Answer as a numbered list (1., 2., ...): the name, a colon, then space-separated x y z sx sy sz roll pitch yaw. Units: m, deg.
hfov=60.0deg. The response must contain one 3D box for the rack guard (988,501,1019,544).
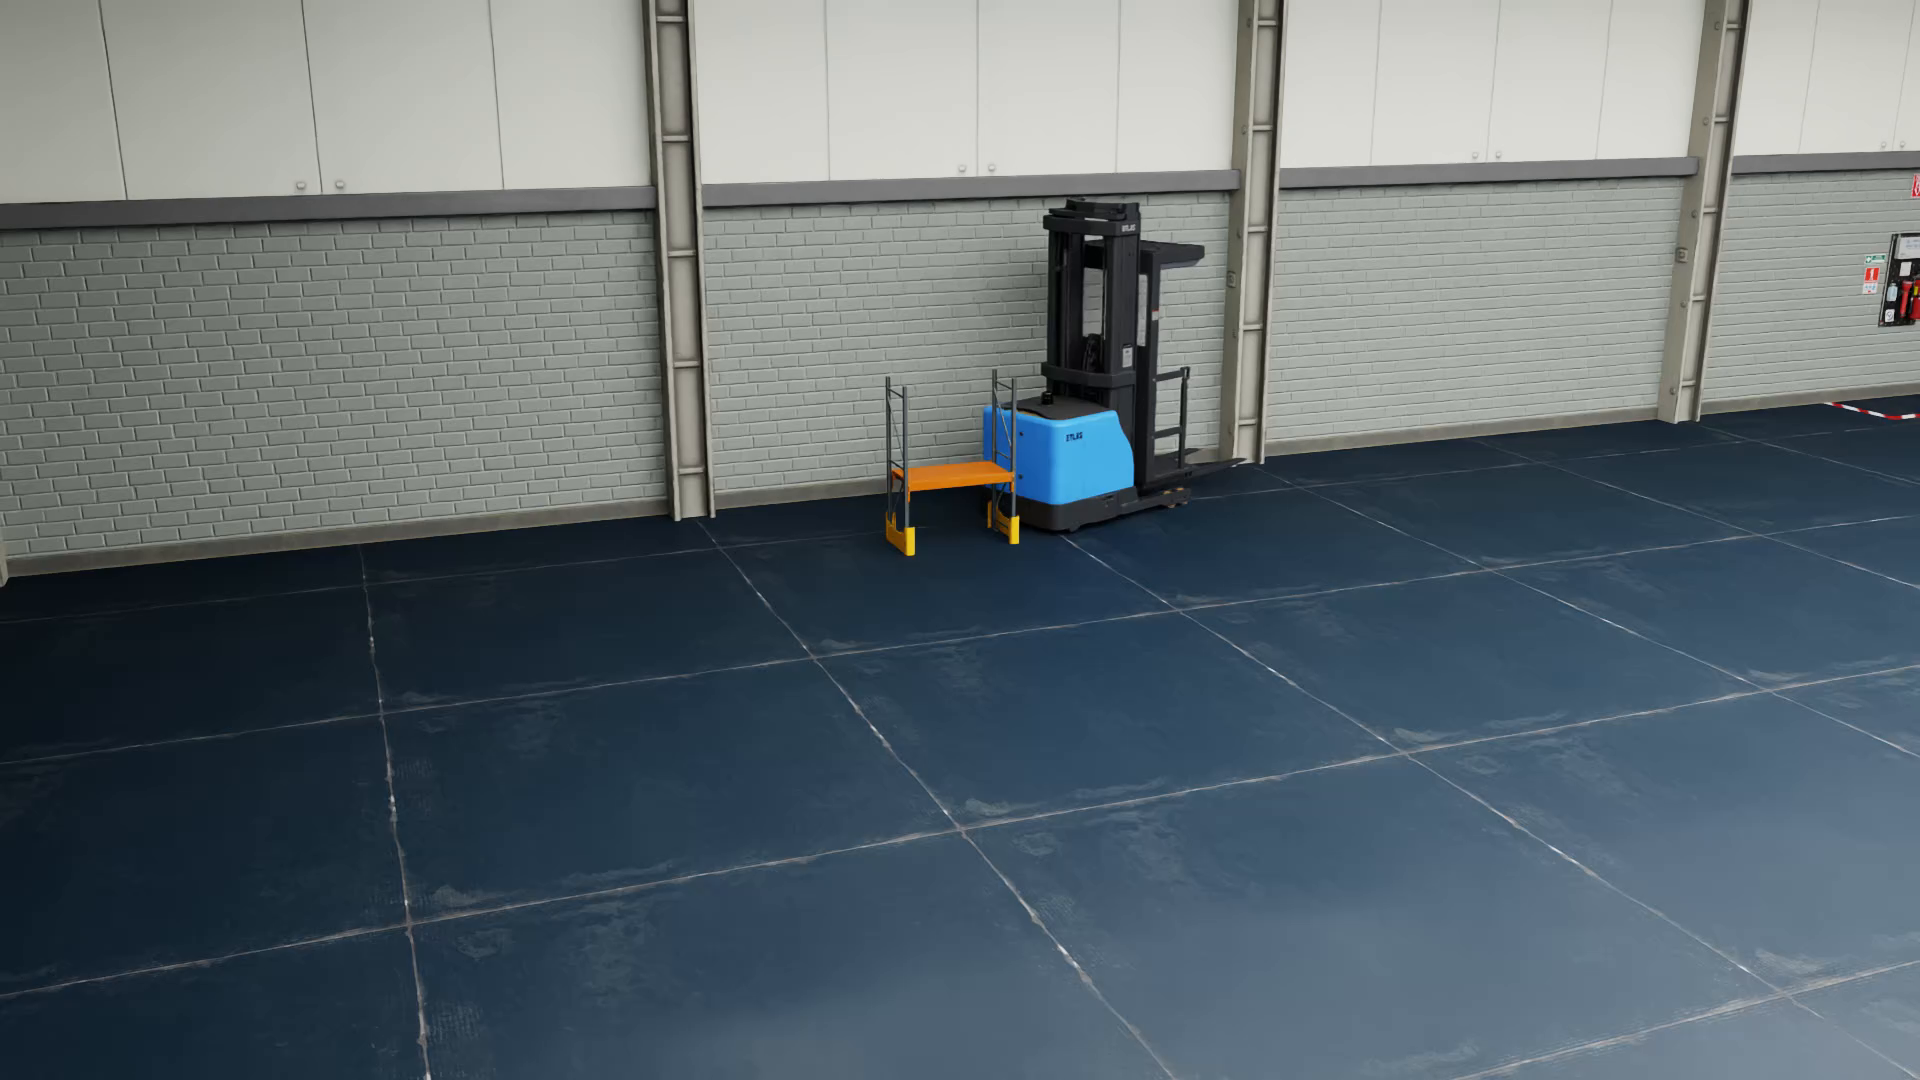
1. rack guard: 0.394 -0.162 15.208 0.087 0.250 0.587 -6 17 -20

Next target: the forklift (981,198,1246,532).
1. forklift: 1.625 -1.809 16.057 3.031 2.935 1.130 -15 22 -41

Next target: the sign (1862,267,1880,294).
1. sign: 11.369 -3.241 20.749 0.234 0.329 0.001 -6 17 -20

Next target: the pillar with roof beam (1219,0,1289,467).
1. pillar with roof beam: 4.578 -4.028 12.844 0.400 9.000 9.100 -6 17 -20

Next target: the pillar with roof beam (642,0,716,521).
1. pillar with roof beam: -1.024 -3.423 10.784 0.400 9.000 9.100 -6 17 -20

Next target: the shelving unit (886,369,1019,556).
1. shelving unit: -0.071 -0.712 14.861 1.083 1.500 0.587 -6 17 -20

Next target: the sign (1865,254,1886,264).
1. sign: 11.376 -3.494 20.668 0.331 0.109 0.001 -6 17 -20

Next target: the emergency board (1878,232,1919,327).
1. emergency board: 11.922 -3.253 20.852 0.643 1.169 0.194 -6 17 -20

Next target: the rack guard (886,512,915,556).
1. rack guard: -0.536 -0.062 14.866 0.087 0.250 0.587 -6 17 -20

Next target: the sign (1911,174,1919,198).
1. sign: 11.879 -4.391 20.612 0.199 0.298 0.001 -6 17 -20

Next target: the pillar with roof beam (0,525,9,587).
1. pillar with roof beam: -6.627 -2.818 8.724 0.400 9.000 9.100 -6 17 -20

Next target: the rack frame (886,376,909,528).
1. rack frame: -0.554 -0.660 14.683 0.032 1.500 0.500 -6 17 -20

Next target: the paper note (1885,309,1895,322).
1. paper note: 11.732 -2.831 20.977 0.142 0.148 0.016 -6 17 -20

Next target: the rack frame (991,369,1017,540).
1. rack frame: 0.395 -0.762 15.032 0.032 1.500 0.500 -6 17 -20

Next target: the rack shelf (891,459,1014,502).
1. rack shelf: -0.080 -0.538 14.908 1.000 0.185 0.538 -6 17 -20

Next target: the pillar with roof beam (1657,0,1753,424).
1. pillar with roof beam: 10.181 -4.633 14.904 0.400 9.000 9.100 -6 17 -20
